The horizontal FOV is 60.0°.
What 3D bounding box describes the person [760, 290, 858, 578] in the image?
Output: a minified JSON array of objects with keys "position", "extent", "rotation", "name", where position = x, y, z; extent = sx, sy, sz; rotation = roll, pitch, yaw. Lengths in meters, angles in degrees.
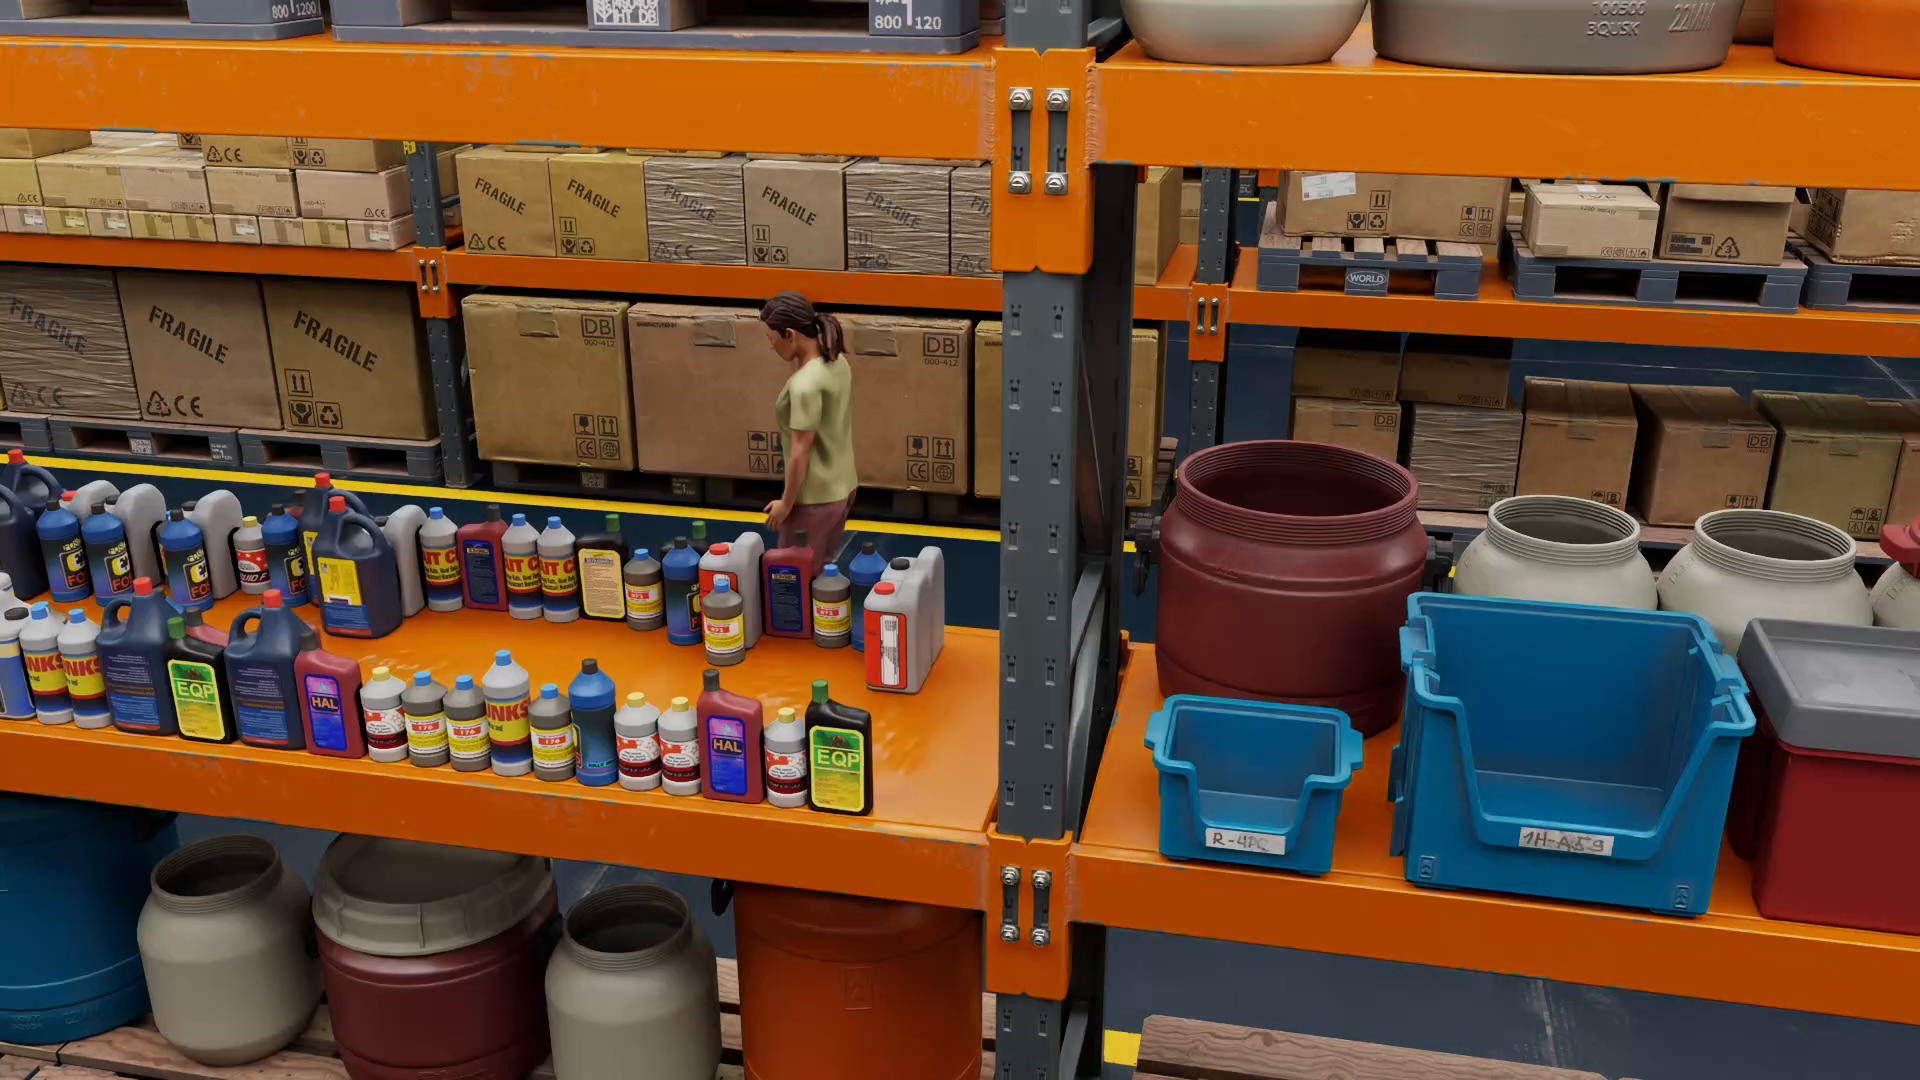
[{"position":[-0.585,-0.168,6.556],"extent":[0.347,1.652,0.460],"rotation":[5,22,12],"name":"person"}]
